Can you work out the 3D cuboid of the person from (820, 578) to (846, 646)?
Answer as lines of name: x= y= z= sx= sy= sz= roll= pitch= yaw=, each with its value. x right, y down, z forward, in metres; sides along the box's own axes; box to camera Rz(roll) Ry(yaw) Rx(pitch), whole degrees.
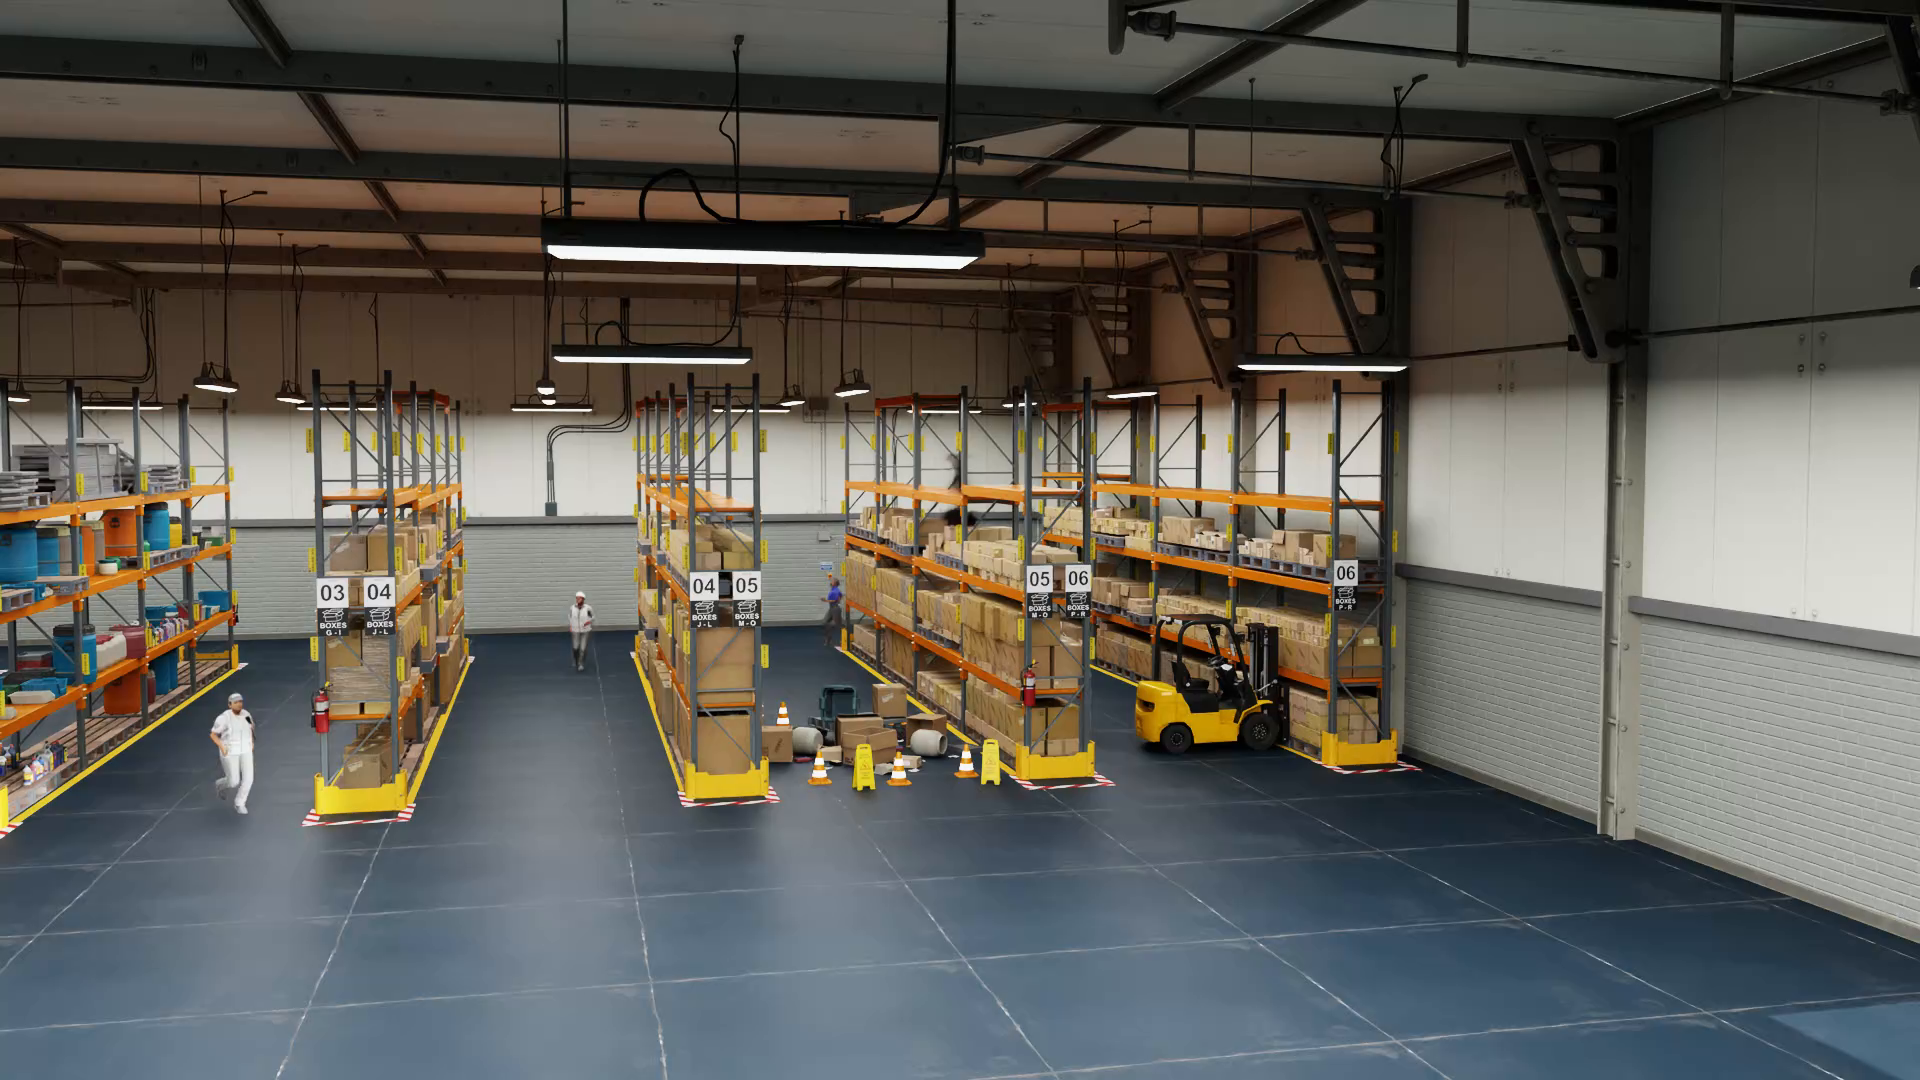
person: x=-3.120 y=1.796 z=41.338 sx=0.734 sy=1.718 sz=0.542 roll=-1 pitch=4 yaw=-21

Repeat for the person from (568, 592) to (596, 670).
person: x=-8.364 y=2.014 z=36.681 sx=0.647 sy=1.740 sz=0.584 roll=0 pitch=3 yaw=-2

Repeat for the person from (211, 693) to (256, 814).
person: x=-9.891 y=2.905 z=22.688 sx=0.616 sy=1.646 sz=0.618 roll=3 pitch=5 yaw=43
